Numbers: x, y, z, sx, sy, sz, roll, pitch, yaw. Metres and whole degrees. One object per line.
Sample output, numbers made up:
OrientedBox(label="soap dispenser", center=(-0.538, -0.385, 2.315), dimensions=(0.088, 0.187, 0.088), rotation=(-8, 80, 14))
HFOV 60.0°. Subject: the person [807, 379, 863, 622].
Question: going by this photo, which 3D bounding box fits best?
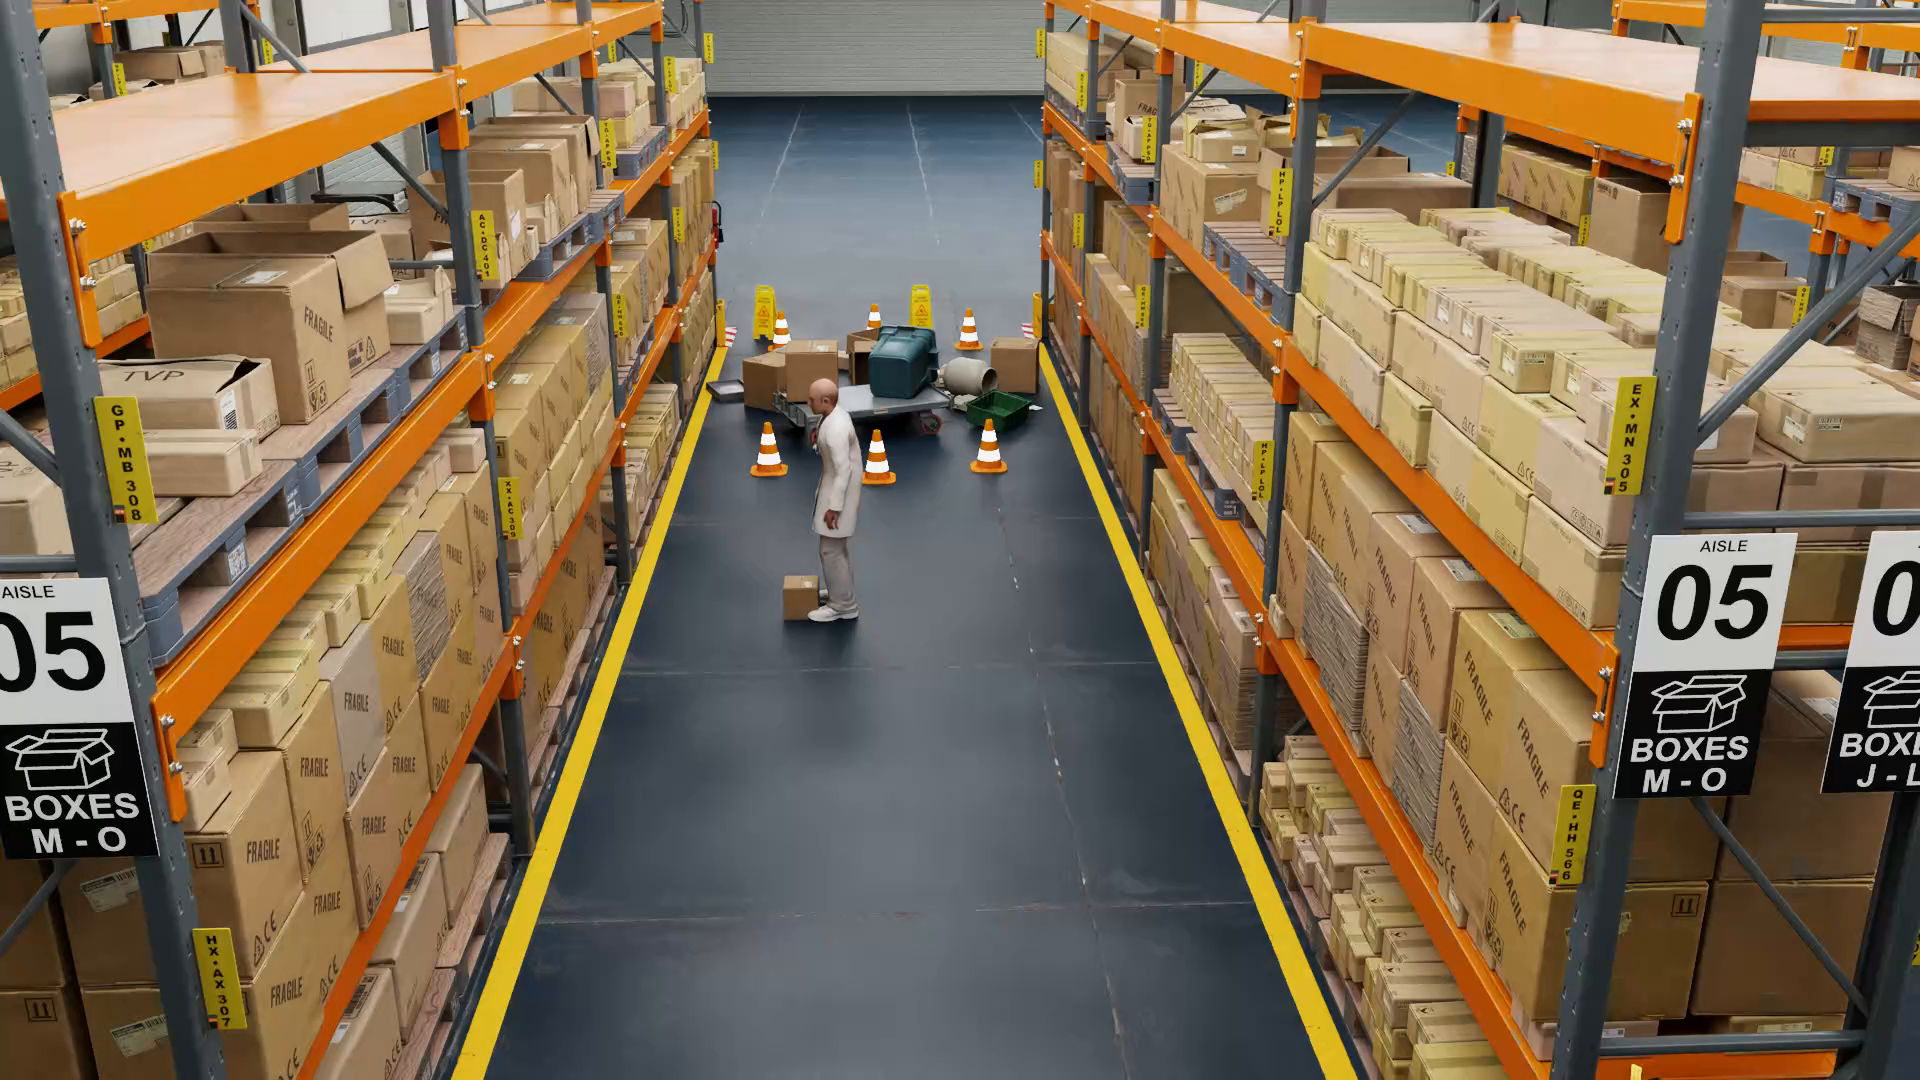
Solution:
OrientedBox(label="person", center=(-0.908, -0.296, 11.909), dimensions=(0.429, 1.773, 0.650), rotation=(-2, 20, -6))
